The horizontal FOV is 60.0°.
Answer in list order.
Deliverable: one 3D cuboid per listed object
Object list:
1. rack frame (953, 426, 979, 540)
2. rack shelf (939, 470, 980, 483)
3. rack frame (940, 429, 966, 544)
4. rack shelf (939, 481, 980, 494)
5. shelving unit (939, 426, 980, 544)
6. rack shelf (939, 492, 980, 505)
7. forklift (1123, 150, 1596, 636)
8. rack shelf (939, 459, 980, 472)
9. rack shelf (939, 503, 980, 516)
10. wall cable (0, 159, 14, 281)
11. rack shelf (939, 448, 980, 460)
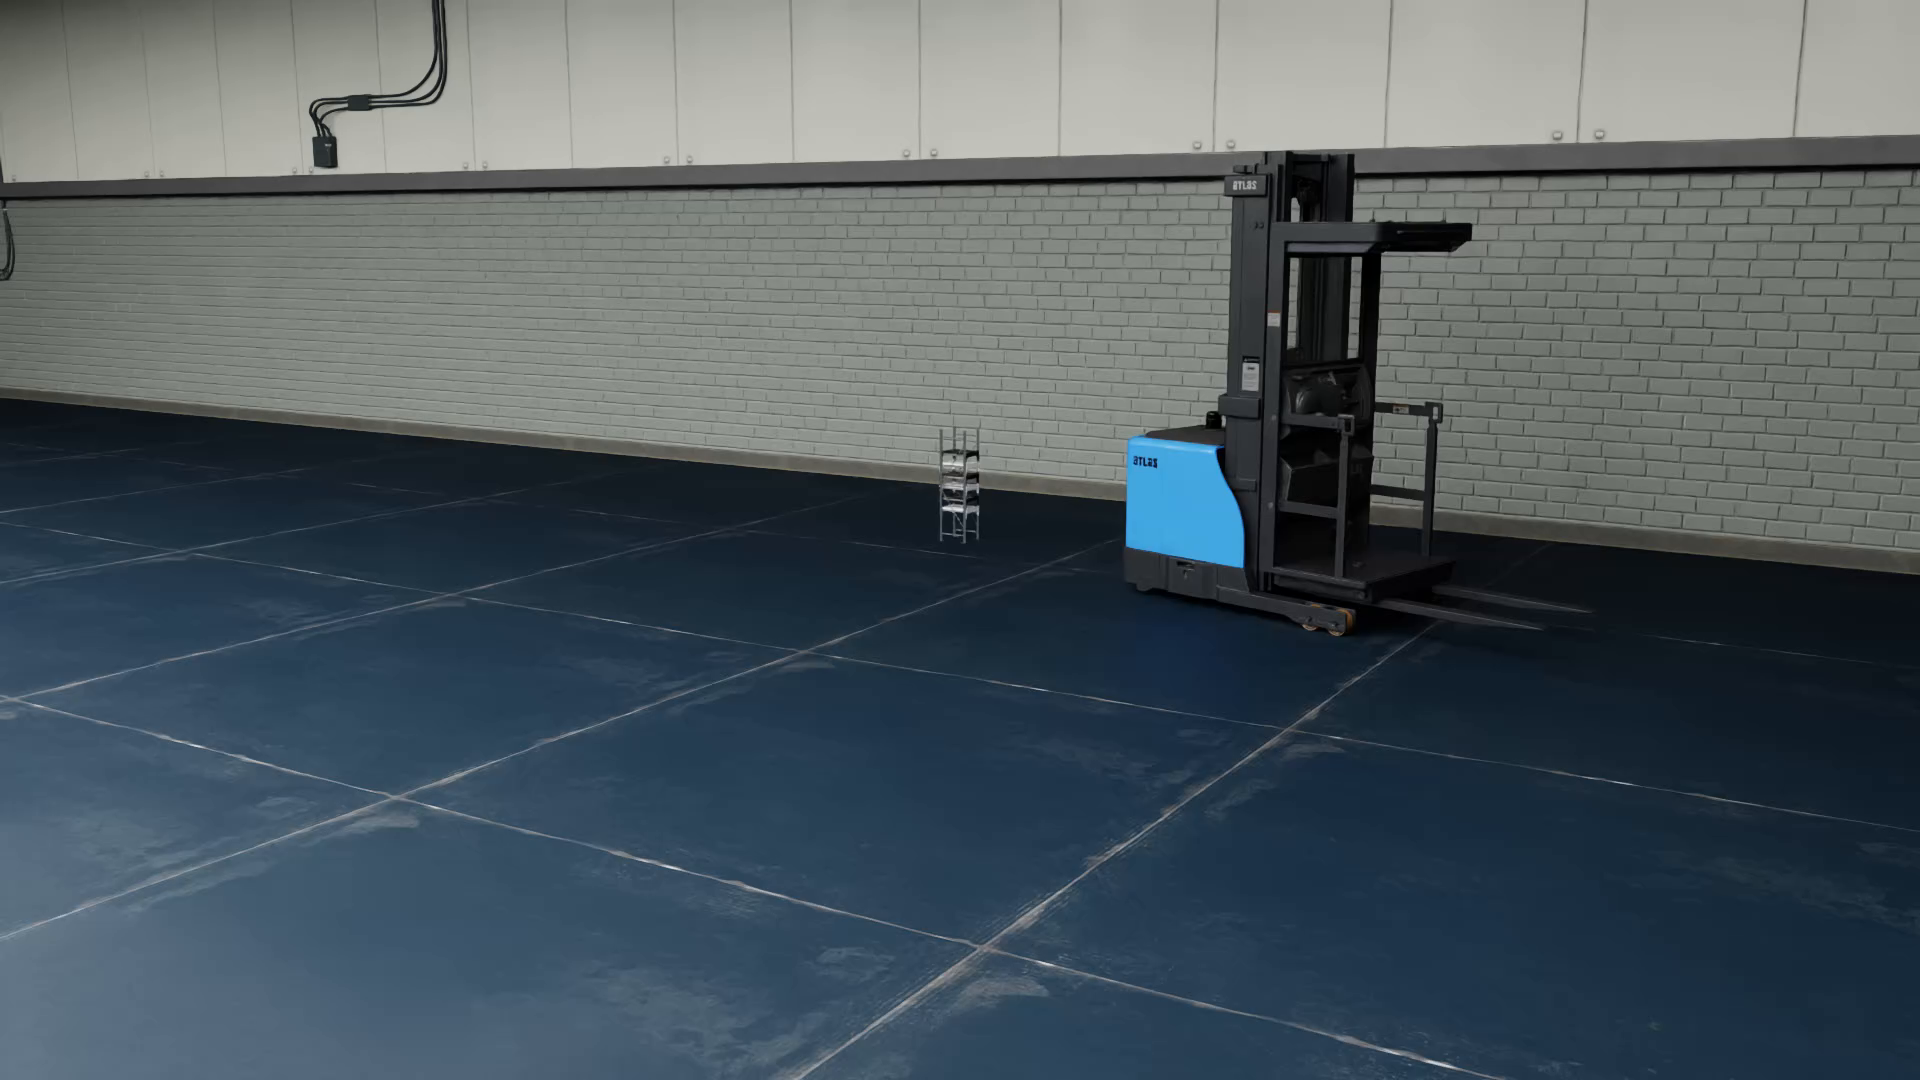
[{"bbox_3d":[0.049,-0.457,13.364,0.240,0.900,0.006,6,12,31],"label":"rack frame"},{"bbox_3d":[-0.004,-0.497,13.269,0.258,0.077,0.200,6,12,31],"label":"rack shelf"},{"bbox_3d":[-0.057,-0.425,13.194,0.240,0.900,0.006,6,12,31],"label":"rack frame"},{"bbox_3d":[-0.004,-0.408,13.285,0.258,0.077,0.200,6,12,31],"label":"rack shelf"},{"bbox_3d":[-0.004,-0.441,13.279,0.258,0.900,0.210,6,12,31],"label":"shelving unit"},{"bbox_3d":[-0.004,-0.320,13.302,0.258,0.077,0.200,6,12,31],"label":"rack shelf"},{"bbox_3d":[2.504,-0.957,10.515,1.130,2.935,3.031,-10,14,-43],"label":"forklift"},{"bbox_3d":[-0.004,-0.585,13.252,0.258,0.077,0.200,6,12,31],"label":"rack shelf"},{"bbox_3d":[-0.004,-0.231,13.318,0.258,0.077,0.200,6,12,31],"label":"rack shelf"},{"bbox_3d":[-14.930,-5.082,24.497,3.097,2.526,0.112,6,12,31],"label":"wall cable"},{"bbox_3d":[-0.004,-0.674,13.236,0.258,0.077,0.200,6,12,31],"label":"rack shelf"}]
